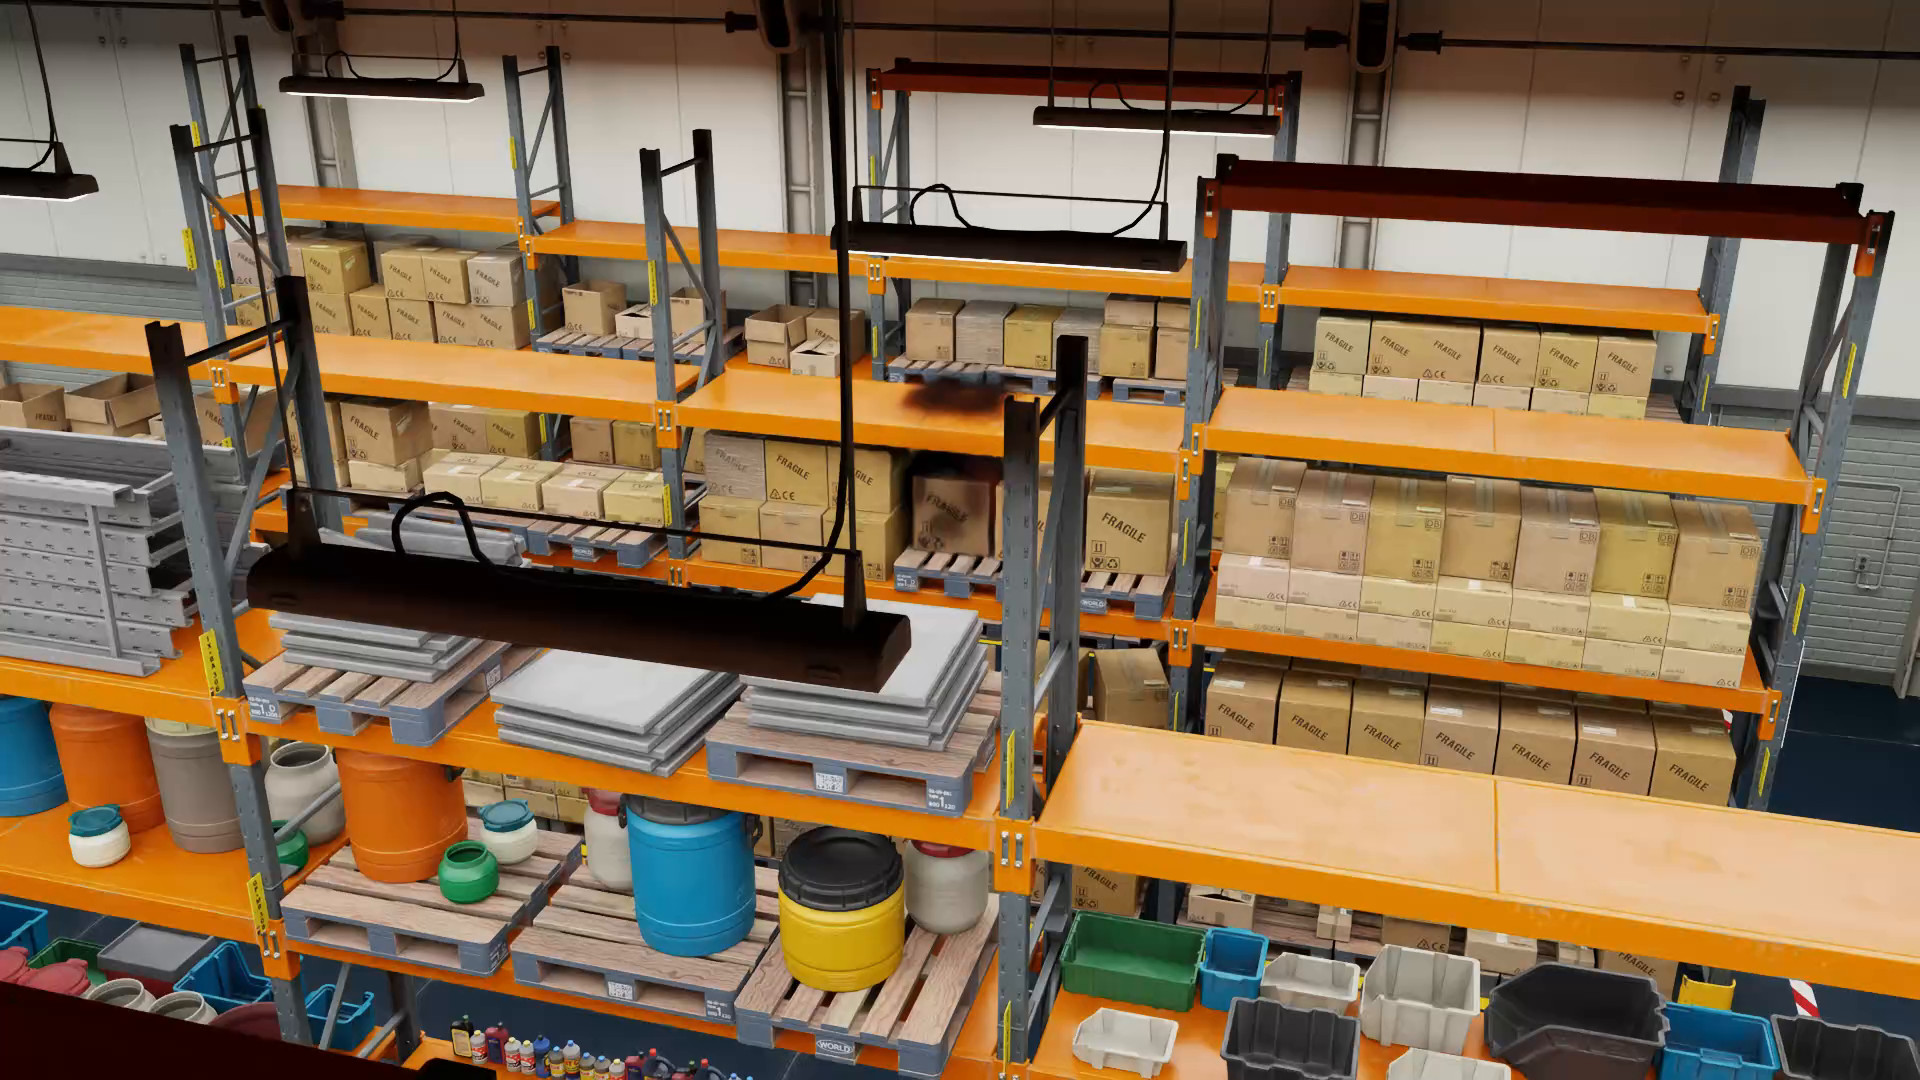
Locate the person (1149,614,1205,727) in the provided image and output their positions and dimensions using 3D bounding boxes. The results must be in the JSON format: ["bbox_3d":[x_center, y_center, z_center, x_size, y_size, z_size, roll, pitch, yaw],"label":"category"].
[{"bbox_3d":[1.897,1.045,16.107,1.066,1.672,0.689,4,23,11],"label":"person"}]
